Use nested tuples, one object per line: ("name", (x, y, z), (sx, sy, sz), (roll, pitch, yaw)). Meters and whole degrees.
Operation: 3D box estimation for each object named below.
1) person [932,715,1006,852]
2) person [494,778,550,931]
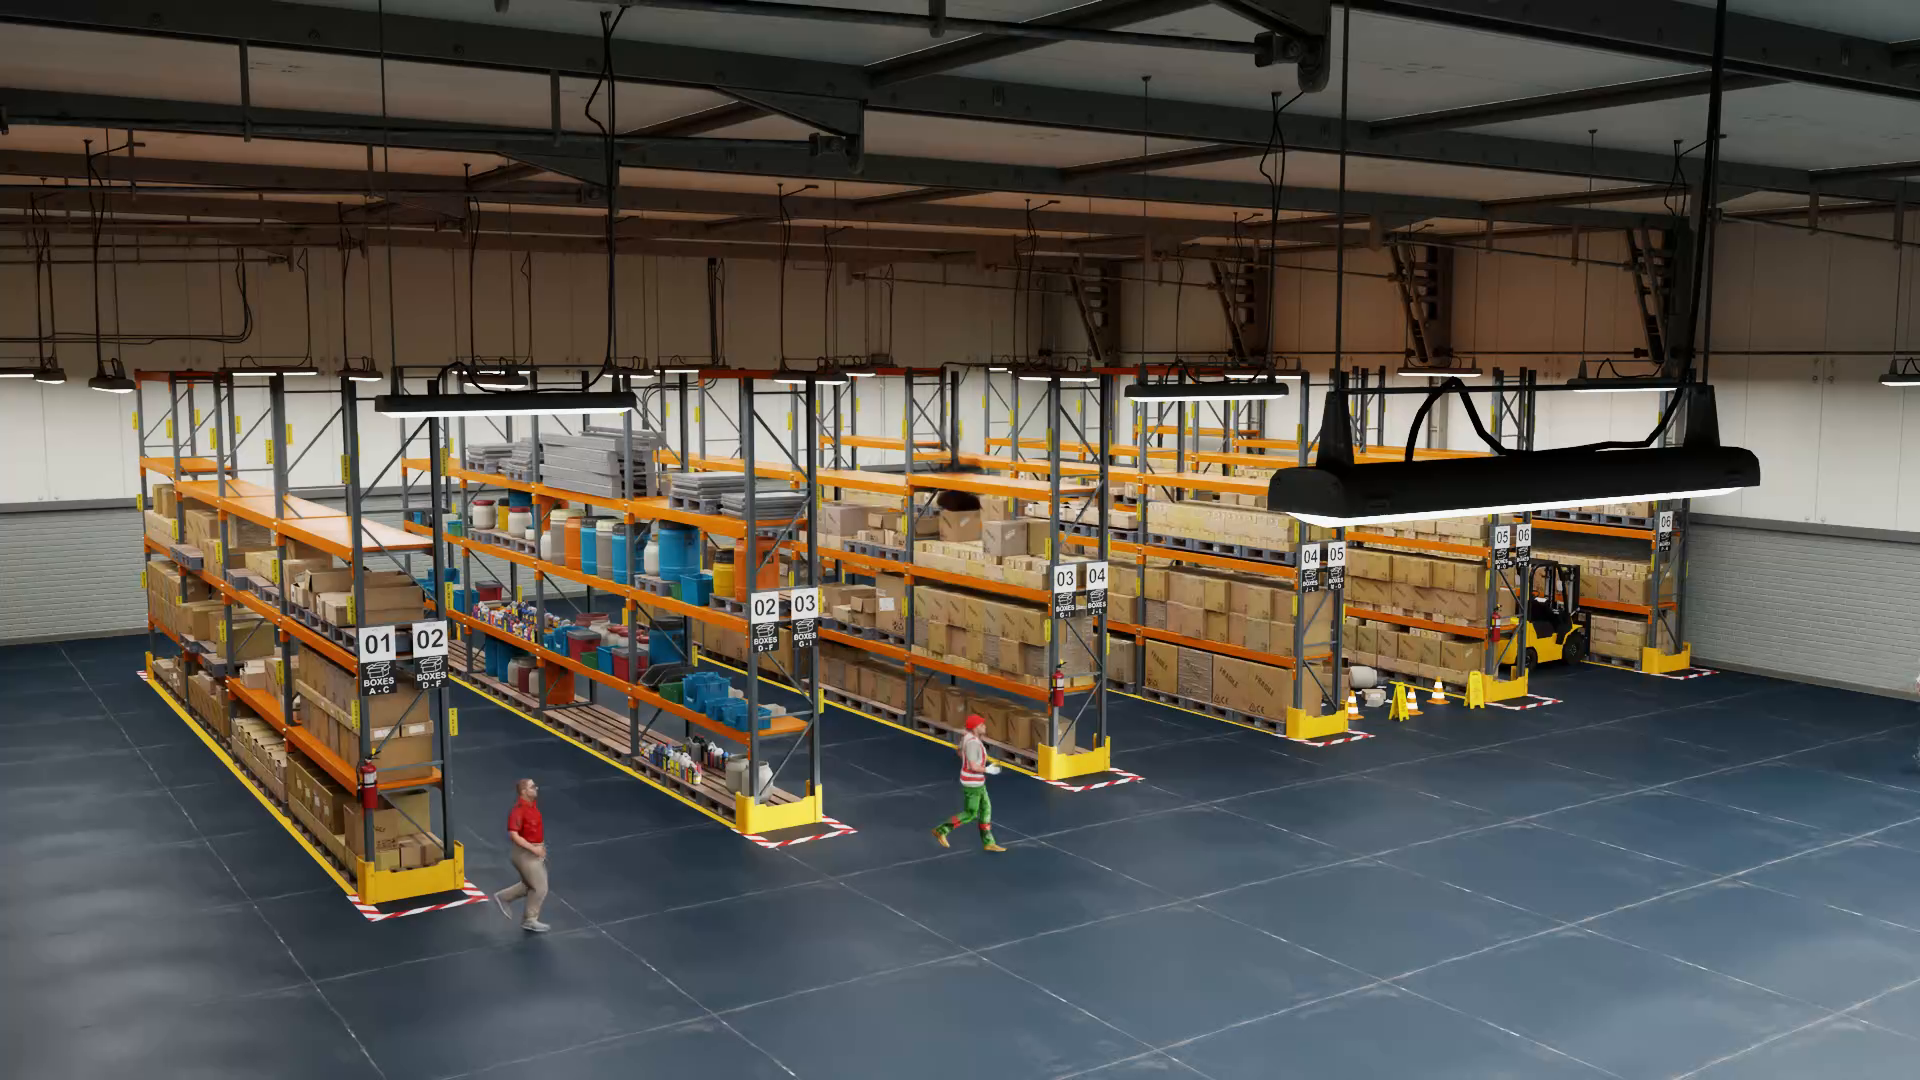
("person", (0.115, 3.084, 21.026), (0.951, 1.787, 0.668), (0, 6, -2))
("person", (-4.817, 3.449, 18.275), (0.600, 1.694, 0.698), (-1, 6, -5))
